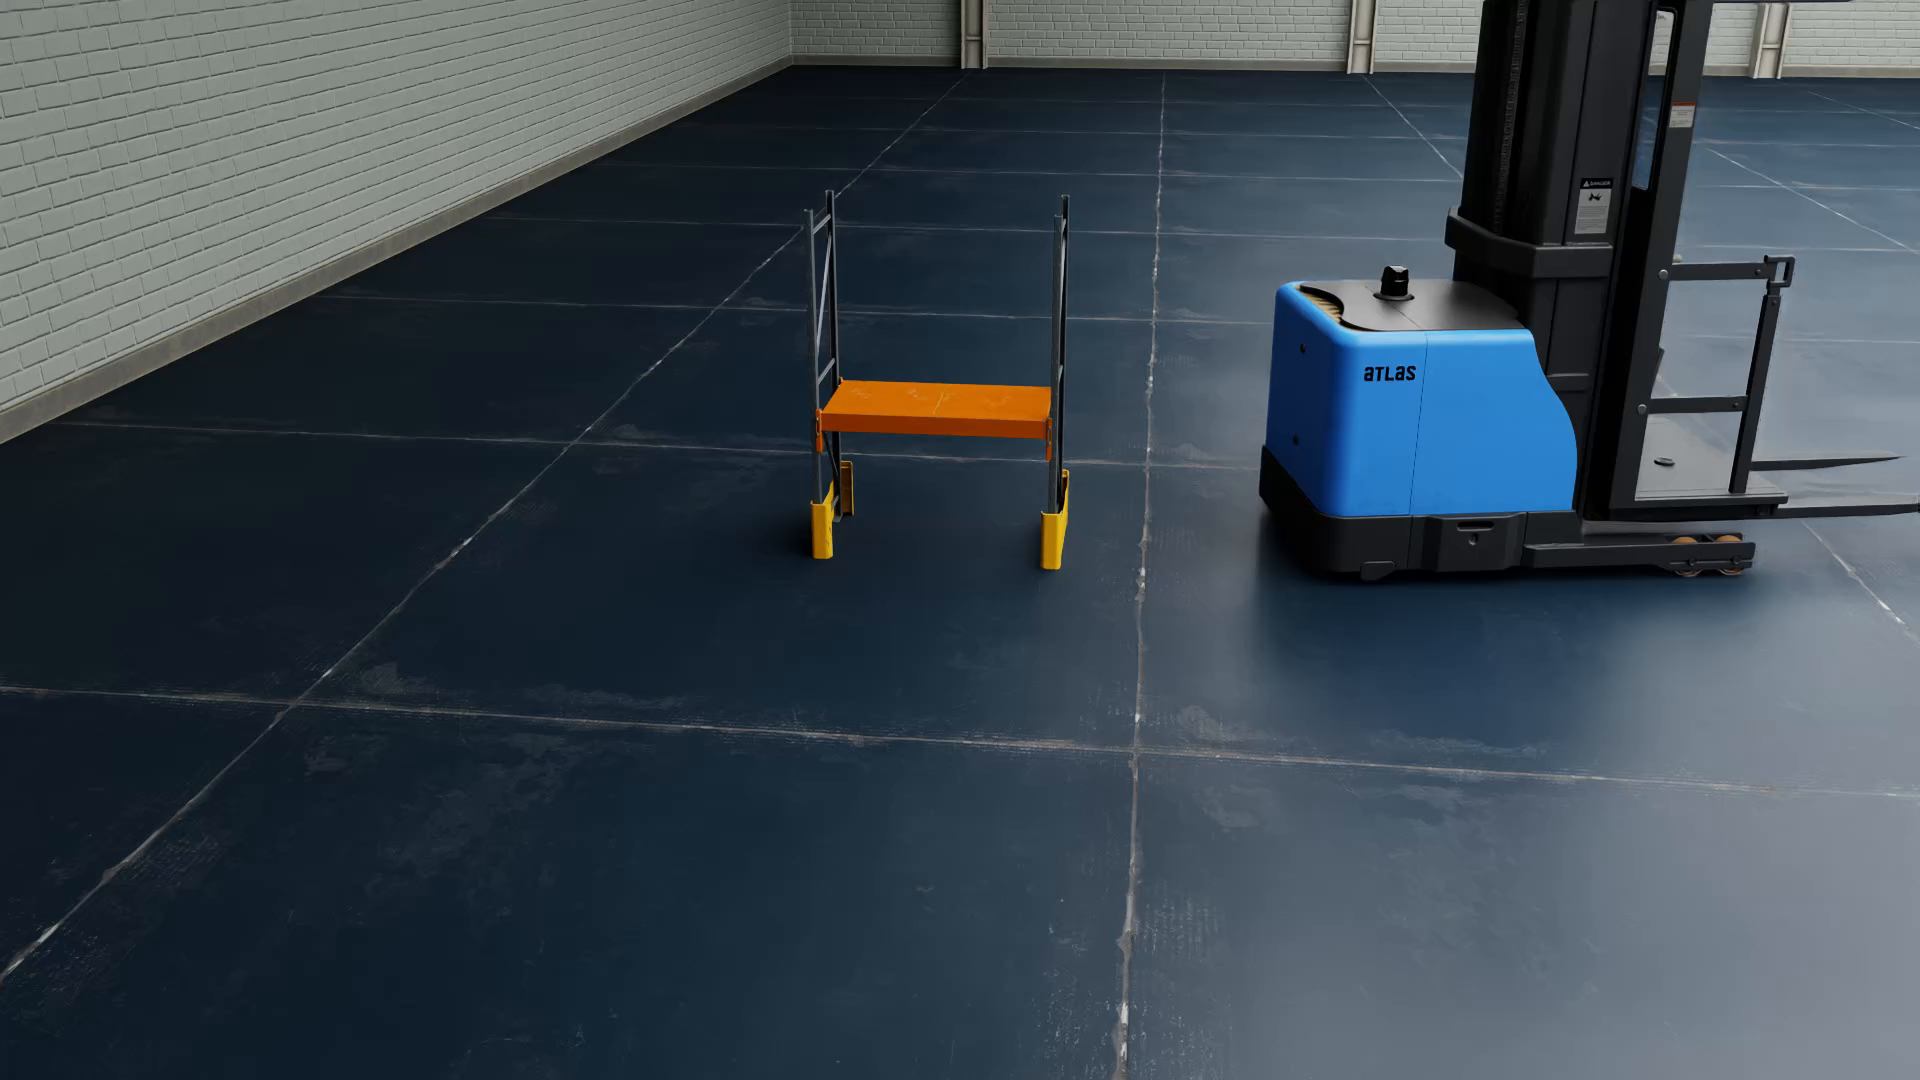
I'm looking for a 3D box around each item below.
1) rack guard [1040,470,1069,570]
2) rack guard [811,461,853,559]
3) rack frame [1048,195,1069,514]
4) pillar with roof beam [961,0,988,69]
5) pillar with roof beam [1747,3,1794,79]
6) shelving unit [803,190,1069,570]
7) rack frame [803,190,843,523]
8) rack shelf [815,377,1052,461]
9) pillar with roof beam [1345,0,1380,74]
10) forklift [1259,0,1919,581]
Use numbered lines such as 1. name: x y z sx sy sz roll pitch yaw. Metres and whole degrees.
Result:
1. rack guard: 0.419 -0.098 7.348 0.087 0.250 0.587 2 22 6
2. rack guard: -0.570 -0.141 7.457 0.087 0.250 0.587 2 22 6
3. rack frame: 0.420 -0.679 7.118 0.032 1.500 0.500 2 22 6
4. pillar with roof beam: -0.278 -10.126 20.813 0.400 9.000 9.100 2 22 6
5. pillar with roof beam: 11.638 -9.607 19.499 0.400 9.000 9.100 2 22 6
6. shelving unit: -0.076 -0.701 7.172 1.083 1.500 0.587 2 22 6
7. rack frame: -0.590 -0.723 7.229 0.032 1.500 0.500 2 22 6
8. rack shelf: -0.085 -0.534 7.240 1.000 0.185 0.538 2 22 6
9. pillar with roof beam: 5.680 -9.866 20.156 0.400 9.000 9.100 2 22 6
10. forklift: 2.946 -1.399 6.992 3.031 2.935 1.130 -2 22 -5
